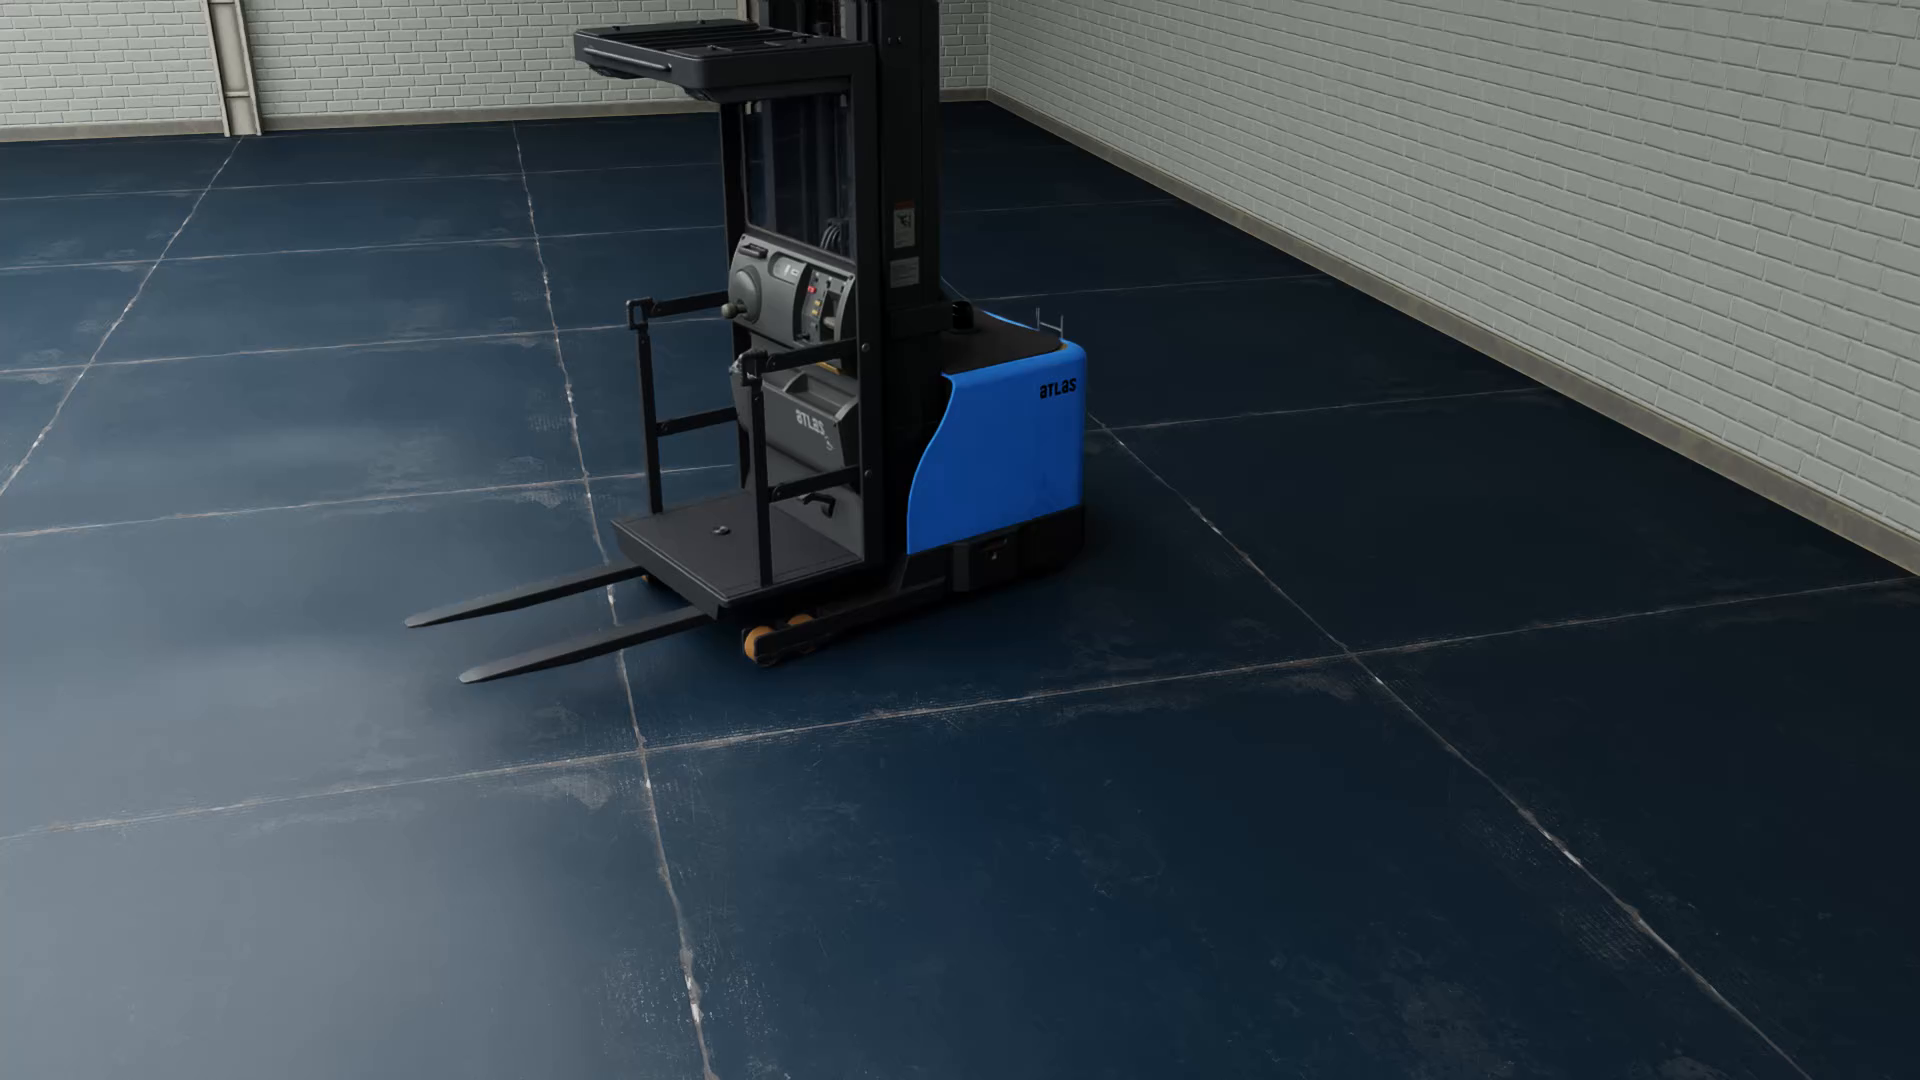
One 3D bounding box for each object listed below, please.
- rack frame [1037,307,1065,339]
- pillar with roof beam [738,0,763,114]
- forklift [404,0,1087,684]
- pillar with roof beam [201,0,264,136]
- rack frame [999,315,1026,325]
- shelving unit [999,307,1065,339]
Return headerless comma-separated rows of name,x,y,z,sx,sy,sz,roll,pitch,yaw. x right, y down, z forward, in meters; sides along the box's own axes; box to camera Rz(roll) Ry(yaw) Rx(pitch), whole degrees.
rack frame,0.450,-0.645,8.422,0.008,1.050,0.200,-16,28,-33
pillar with roof beam,-1.307,-7.828,15.081,0.400,9.000,9.100,-6,24,-14
forklift,-0.892,-1.051,6.983,3.031,2.935,1.130,-16,28,-33
pillar with roof beam,-7.084,-7.189,13.592,0.400,9.000,9.100,-6,24,-14
rack frame,0.254,-0.588,8.289,0.008,1.050,0.200,-16,28,-33
shelving unit,0.352,-0.616,8.355,0.252,1.050,0.215,-16,28,-33
